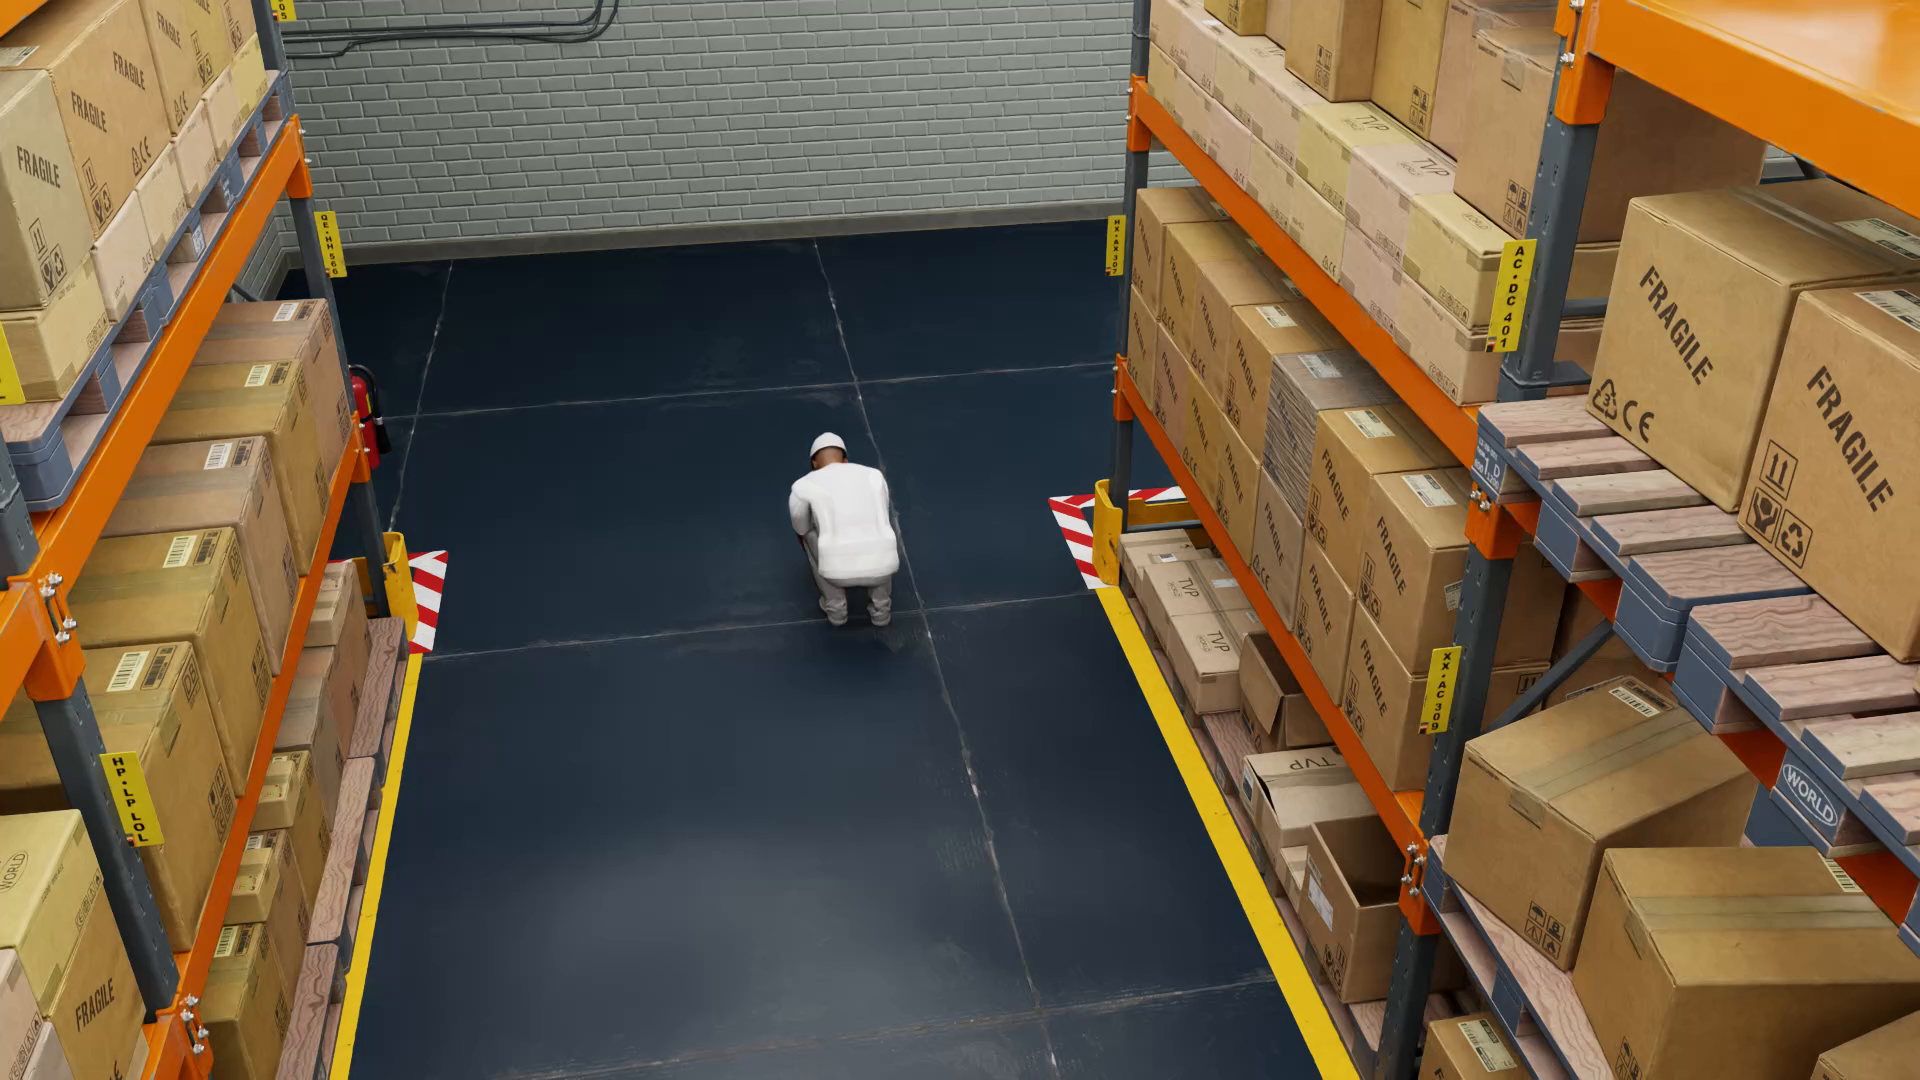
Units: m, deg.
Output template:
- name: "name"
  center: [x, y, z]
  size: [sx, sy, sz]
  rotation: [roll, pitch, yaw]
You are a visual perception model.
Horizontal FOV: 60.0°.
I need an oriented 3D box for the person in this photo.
- name: "person"
  center: [-0.633, -0.031, 9.049]
  size: [0.562, 0.887, 0.897]
  rotation: [-5, 31, -9]
